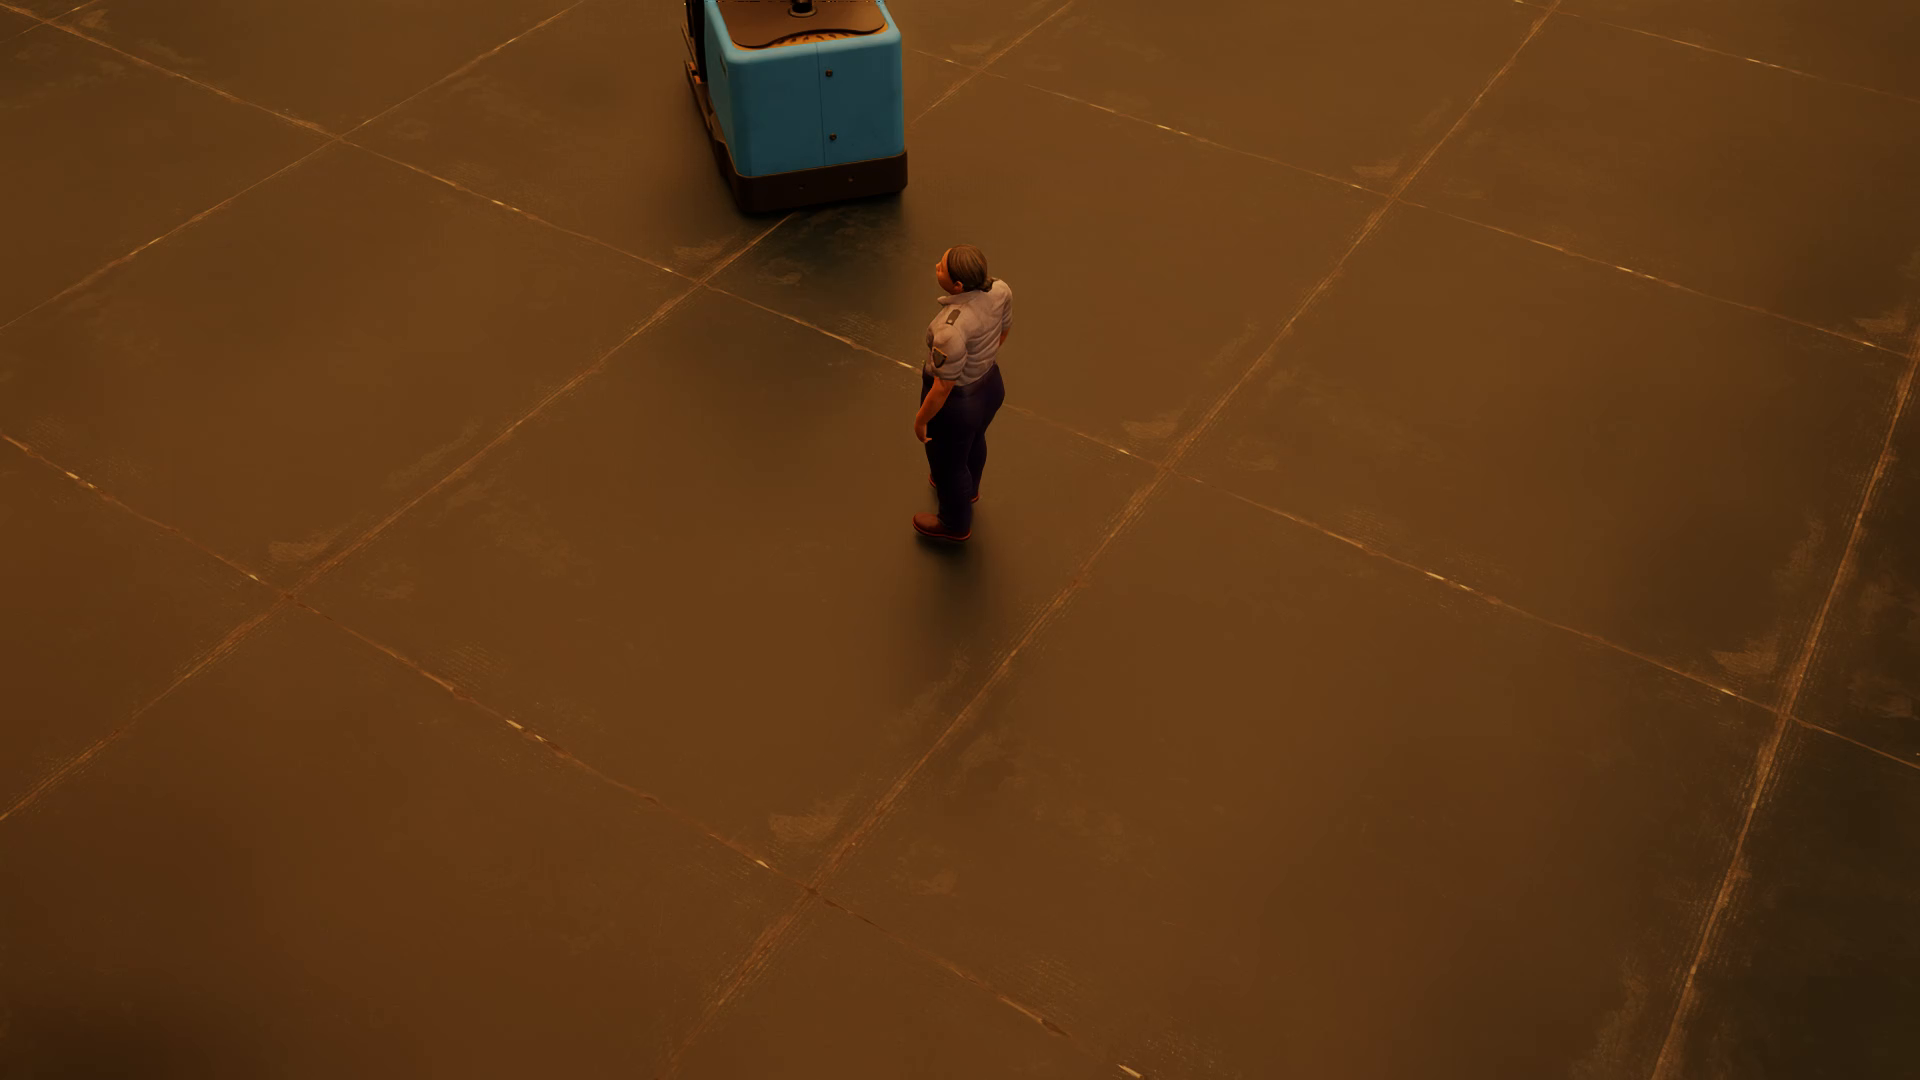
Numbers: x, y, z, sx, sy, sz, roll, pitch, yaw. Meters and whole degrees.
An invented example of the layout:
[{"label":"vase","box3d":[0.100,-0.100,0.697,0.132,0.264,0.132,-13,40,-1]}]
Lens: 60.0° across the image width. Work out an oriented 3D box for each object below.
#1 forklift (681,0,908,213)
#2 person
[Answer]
[{"label":"forklift","box3d":[-1.216,-4.048,10.118,1.130,2.935,3.031,-11,45,-12]},{"label":"person","box3d":[-0.063,-0.679,7.429,0.502,1.651,0.598,24,48,23]}]
